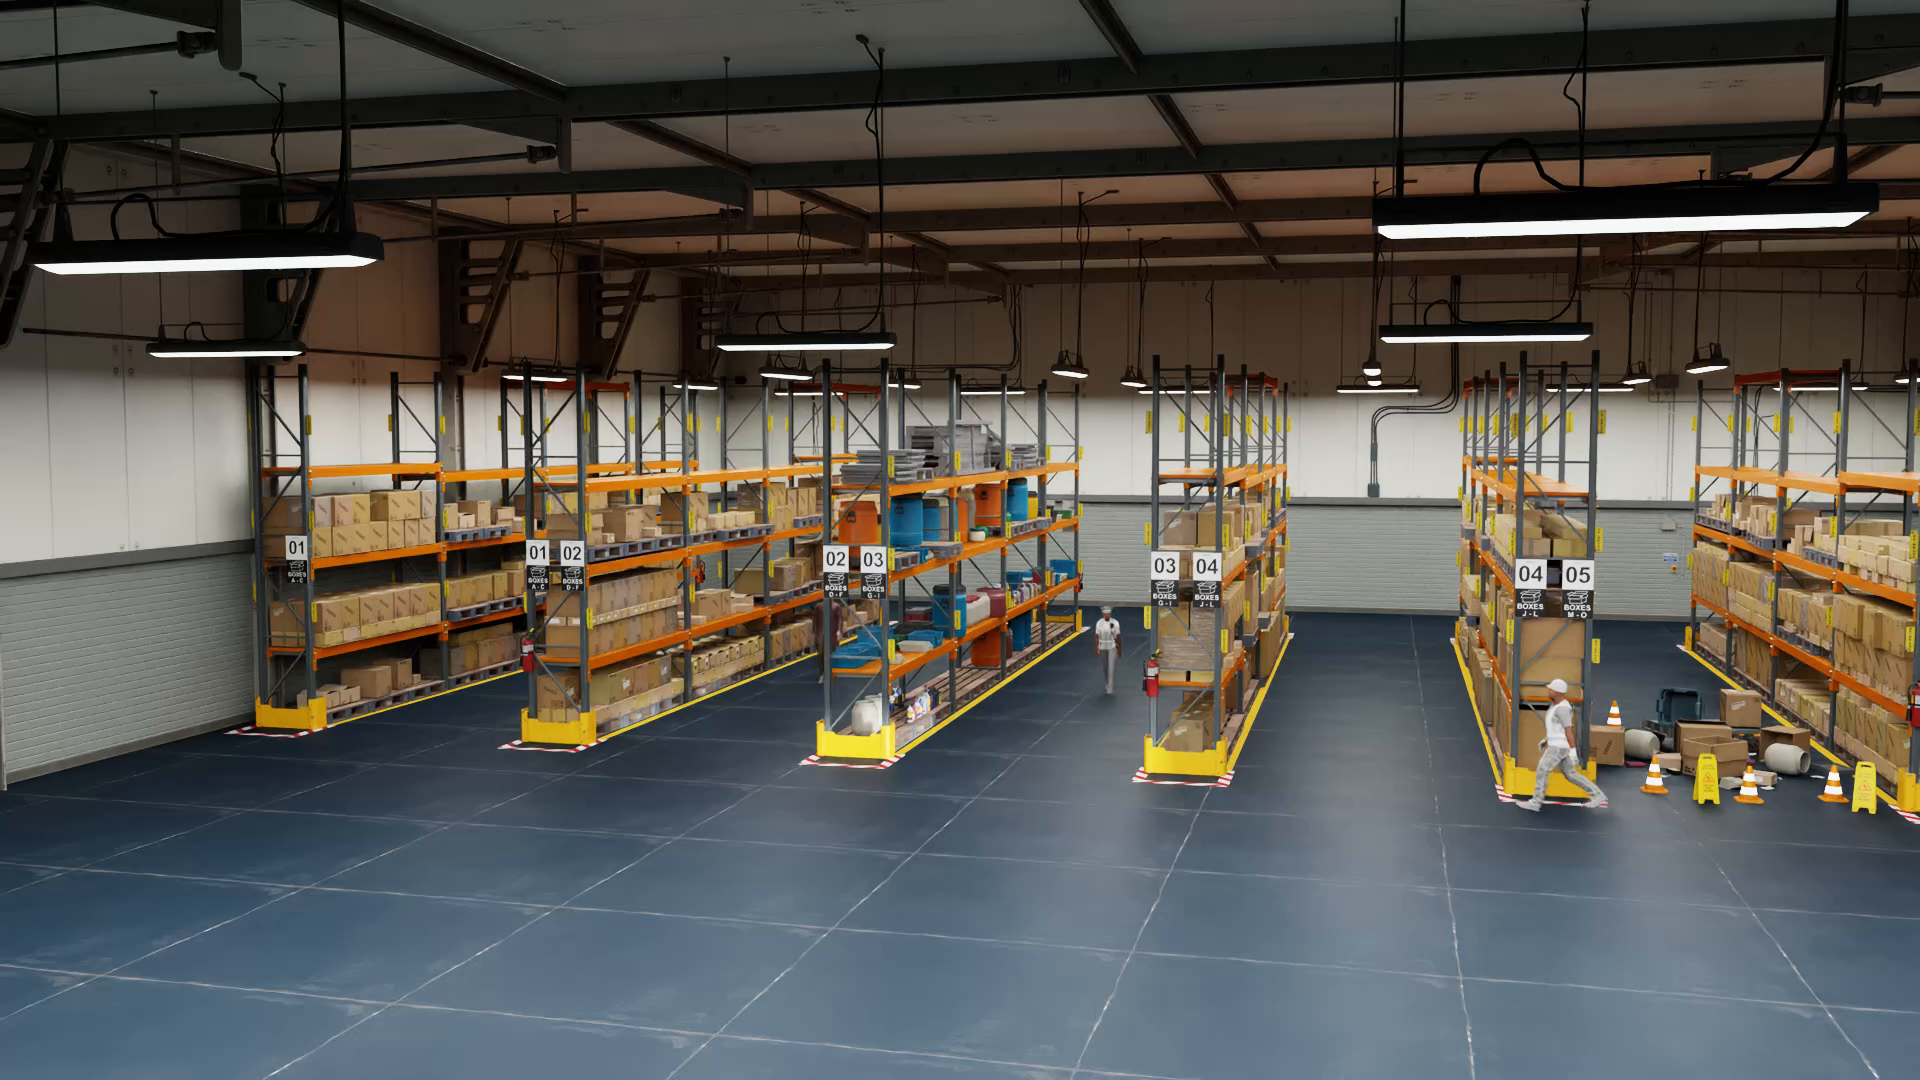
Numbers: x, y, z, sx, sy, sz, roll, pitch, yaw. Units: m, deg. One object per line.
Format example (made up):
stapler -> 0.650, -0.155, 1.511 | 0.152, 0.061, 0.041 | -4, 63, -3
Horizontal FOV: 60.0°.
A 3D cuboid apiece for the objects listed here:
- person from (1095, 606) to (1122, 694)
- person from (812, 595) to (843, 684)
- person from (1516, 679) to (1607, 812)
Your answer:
person -> 2.733, 2.035, 30.917 | 0.464, 1.625, 0.992 | 2, 4, 21
person -> -2.583, 1.887, 32.538 | 0.606, 1.803, 0.733 | -1, 4, -8
person -> 7.765, 2.658, 21.485 | 1.077, 1.731, 0.630 | 1, 4, 17
